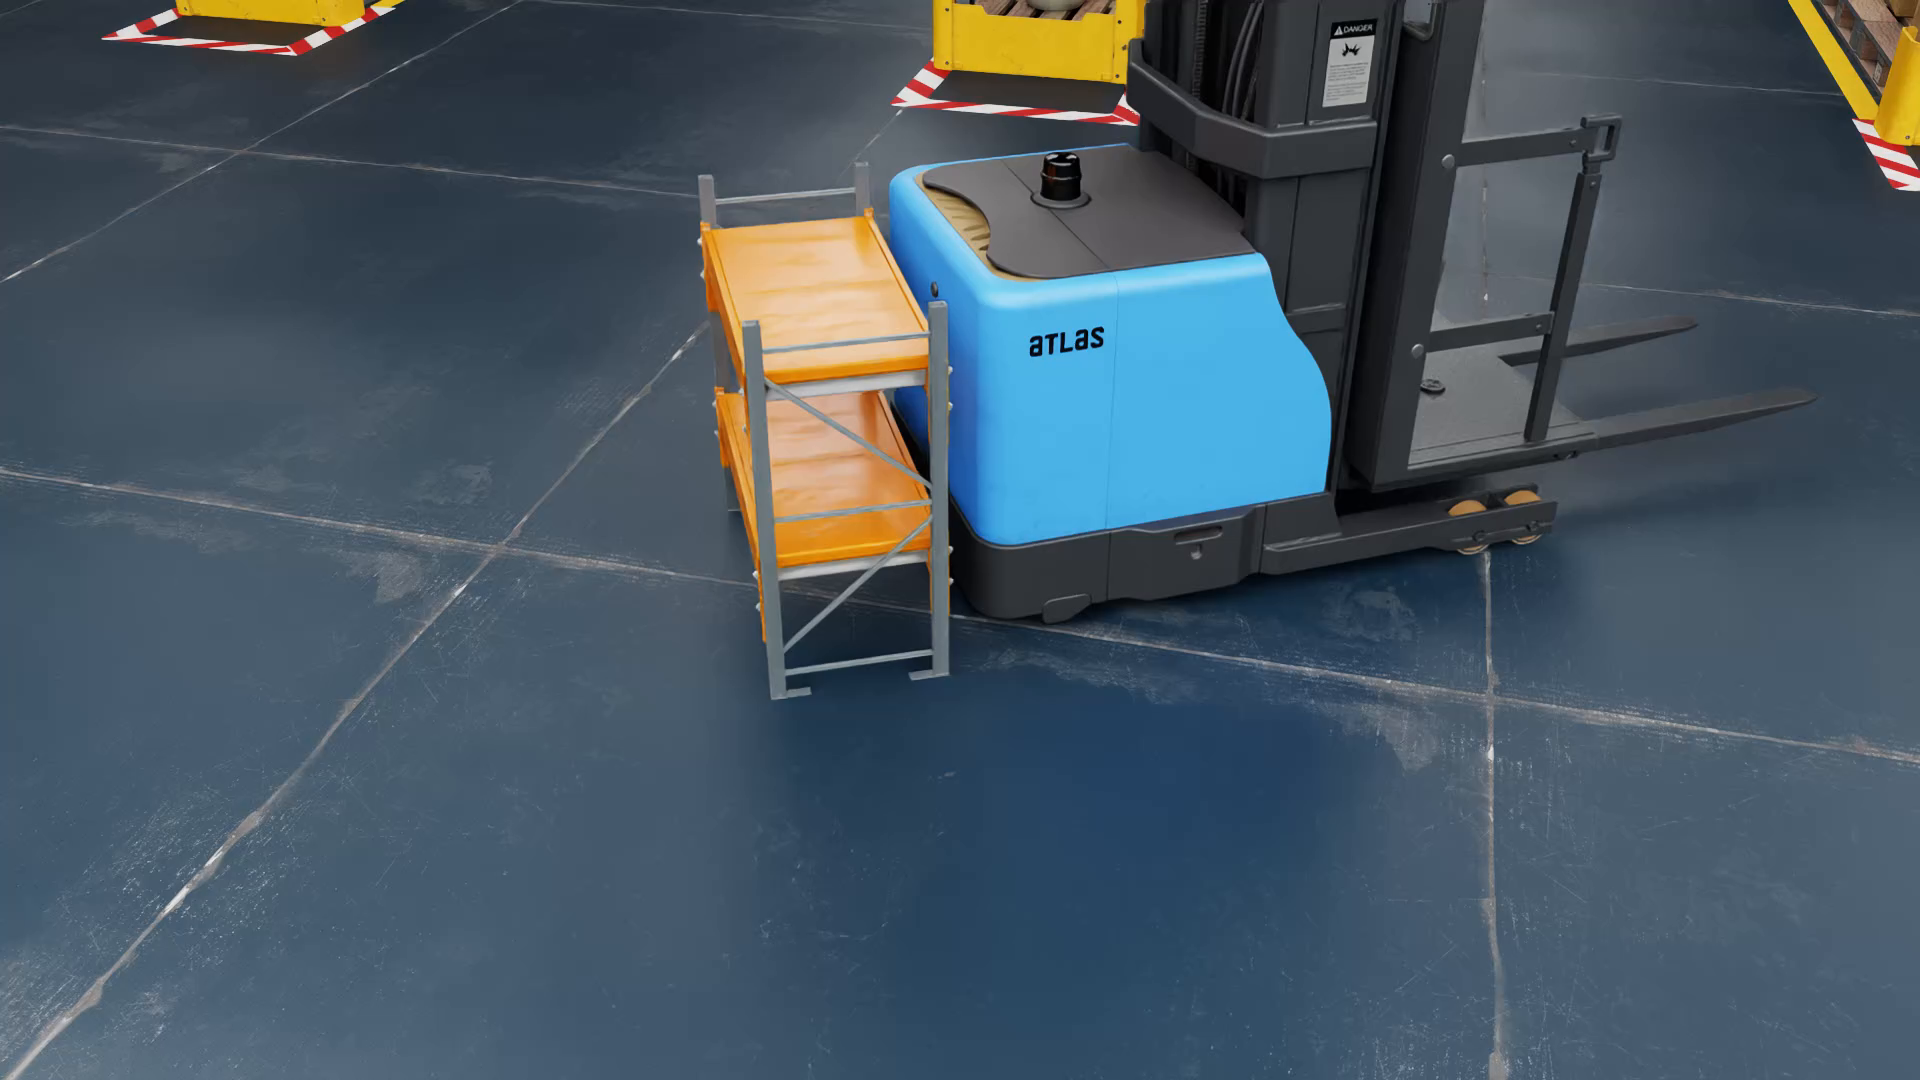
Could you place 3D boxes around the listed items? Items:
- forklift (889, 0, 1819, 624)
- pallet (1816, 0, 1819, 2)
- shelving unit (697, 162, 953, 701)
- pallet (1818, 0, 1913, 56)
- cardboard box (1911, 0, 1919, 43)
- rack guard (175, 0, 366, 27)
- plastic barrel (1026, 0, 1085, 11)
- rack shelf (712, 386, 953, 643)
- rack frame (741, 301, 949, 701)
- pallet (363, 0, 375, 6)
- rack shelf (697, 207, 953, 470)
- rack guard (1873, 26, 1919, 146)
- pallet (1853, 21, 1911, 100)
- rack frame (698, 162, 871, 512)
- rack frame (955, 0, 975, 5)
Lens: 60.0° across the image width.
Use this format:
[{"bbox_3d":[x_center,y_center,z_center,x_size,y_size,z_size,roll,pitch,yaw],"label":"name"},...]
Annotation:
[{"bbox_3d":[1.347,-1.452,4.802,3.031,2.935,1.130,-10,34,-15],"label":"forklift"},{"bbox_3d":[6.139,-3.785,11.007,1.003,0.211,1.213,8,33,12],"label":"pallet"},{"bbox_3d":[-0.395,-0.338,4.733,0.538,1.125,1.048,-7,33,-11],"label":"shelving unit"},{"bbox_3d":[5.831,-3.150,10.008,1.003,0.211,1.213,8,33,12],"label":"pallet"},{"bbox_3d":[5.553,-2.998,9.109,0.500,0.500,0.500,17,36,25],"label":"cardboard box"},{"bbox_3d":[-4.327,-3.523,10.325,1.175,0.500,0.348,8,33,12],"label":"rack guard"},{"bbox_3d":[0.562,-3.393,9.719,0.421,0.512,0.421,0,32,0],"label":"plastic barrel"},{"bbox_3d":[-0.395,-0.132,4.864,0.538,0.278,1.000,-7,33,-11],"label":"rack shelf"},{"bbox_3d":[-0.277,-0.073,4.316,0.500,1.125,0.032,-7,33,-11],"label":"rack frame"},{"bbox_3d":[-4.168,-3.816,11.056,1.003,0.211,1.213,8,33,12],"label":"pallet"},{"bbox_3d":[-0.395,-0.585,4.576,0.538,0.278,1.000,-7,33,-11],"label":"rack shelf"},{"bbox_3d":[5.279,-2.224,8.282,1.175,0.500,0.348,8,33,12],"label":"rack guard"},{"bbox_3d":[5.519,-2.519,9.015,1.003,0.211,1.213,8,33,12],"label":"pallet"},{"bbox_3d":[-0.513,-0.603,5.150,0.500,1.125,0.032,-7,33,-11],"label":"rack frame"},{"bbox_3d":[0.469,-3.914,8.610,1.000,3.000,0.127,8,33,12],"label":"rack frame"}]
